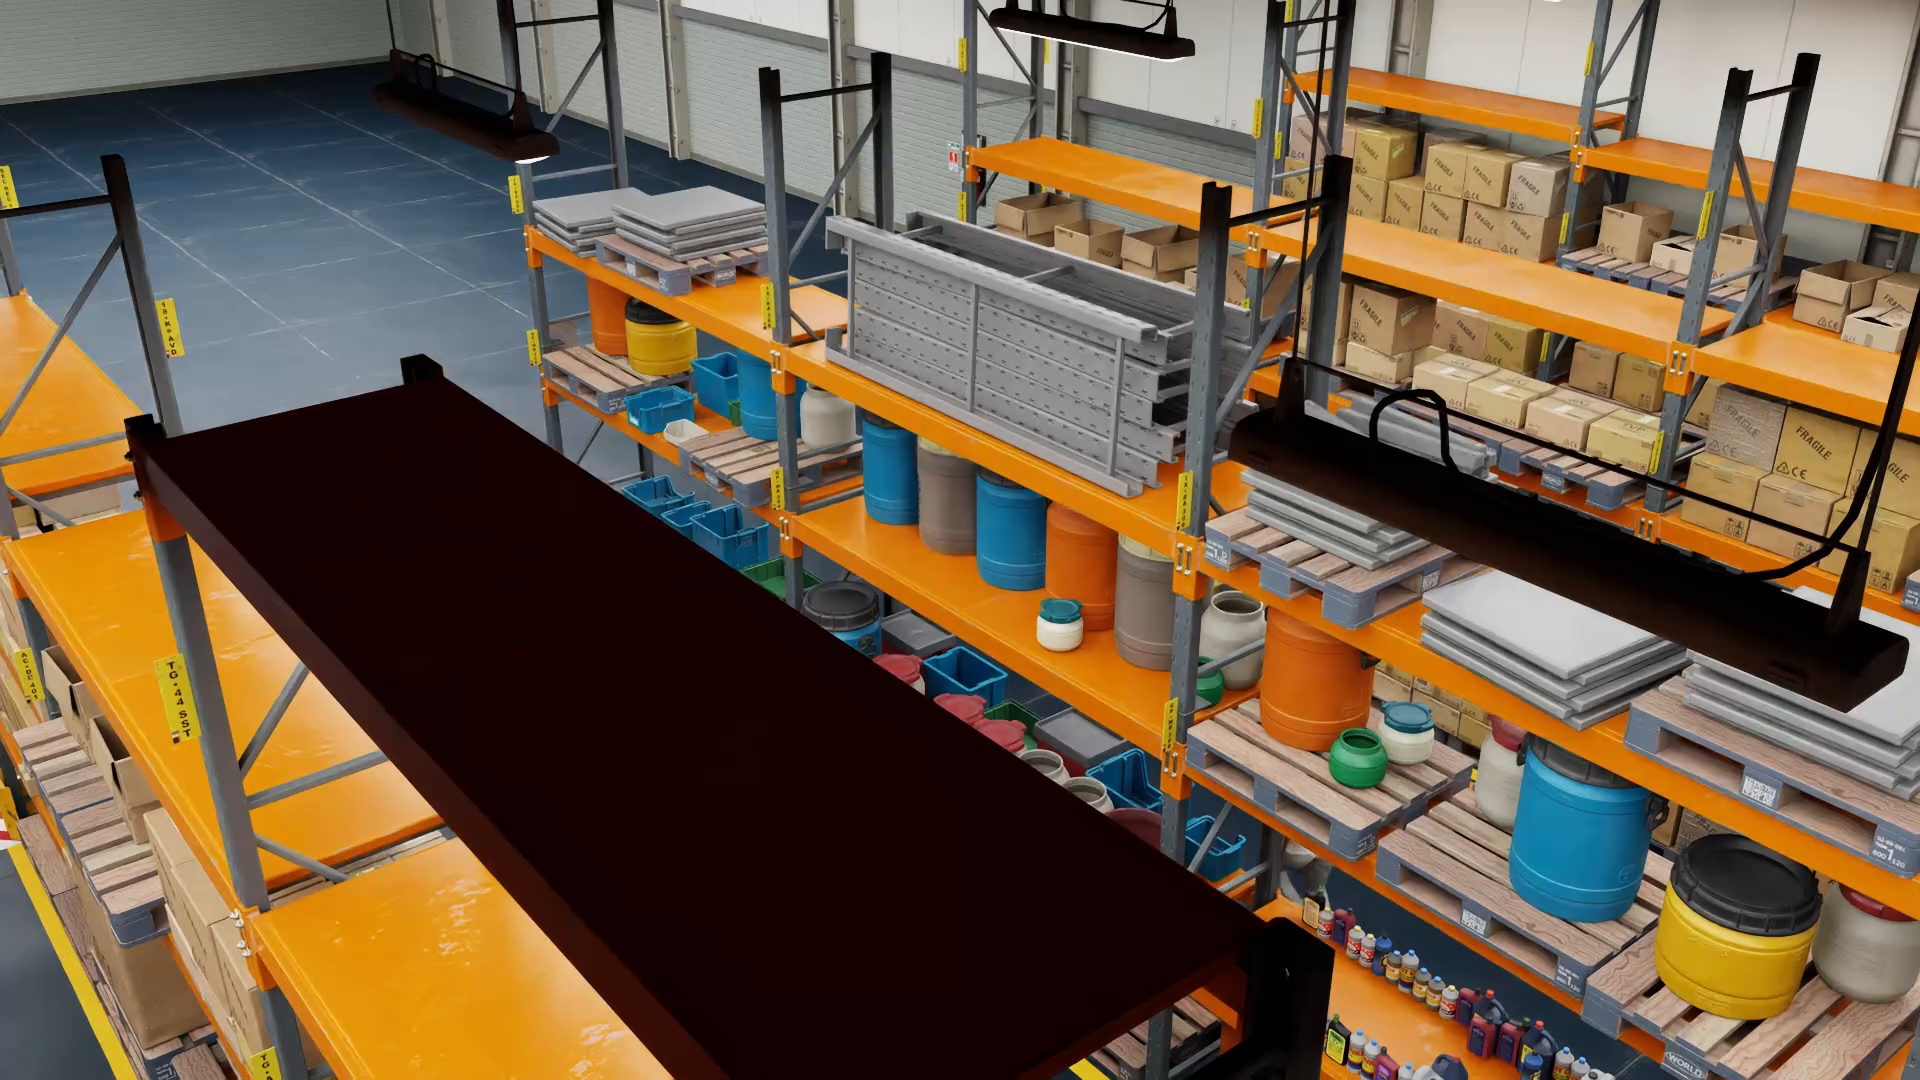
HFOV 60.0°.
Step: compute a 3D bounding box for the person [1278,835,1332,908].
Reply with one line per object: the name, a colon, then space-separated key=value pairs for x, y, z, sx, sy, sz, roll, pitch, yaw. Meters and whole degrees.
person: x=2.468 y=2.186 z=11.944 sx=0.601 sy=1.584 sz=0.757 roll=-12 pitch=28 yaw=-23
